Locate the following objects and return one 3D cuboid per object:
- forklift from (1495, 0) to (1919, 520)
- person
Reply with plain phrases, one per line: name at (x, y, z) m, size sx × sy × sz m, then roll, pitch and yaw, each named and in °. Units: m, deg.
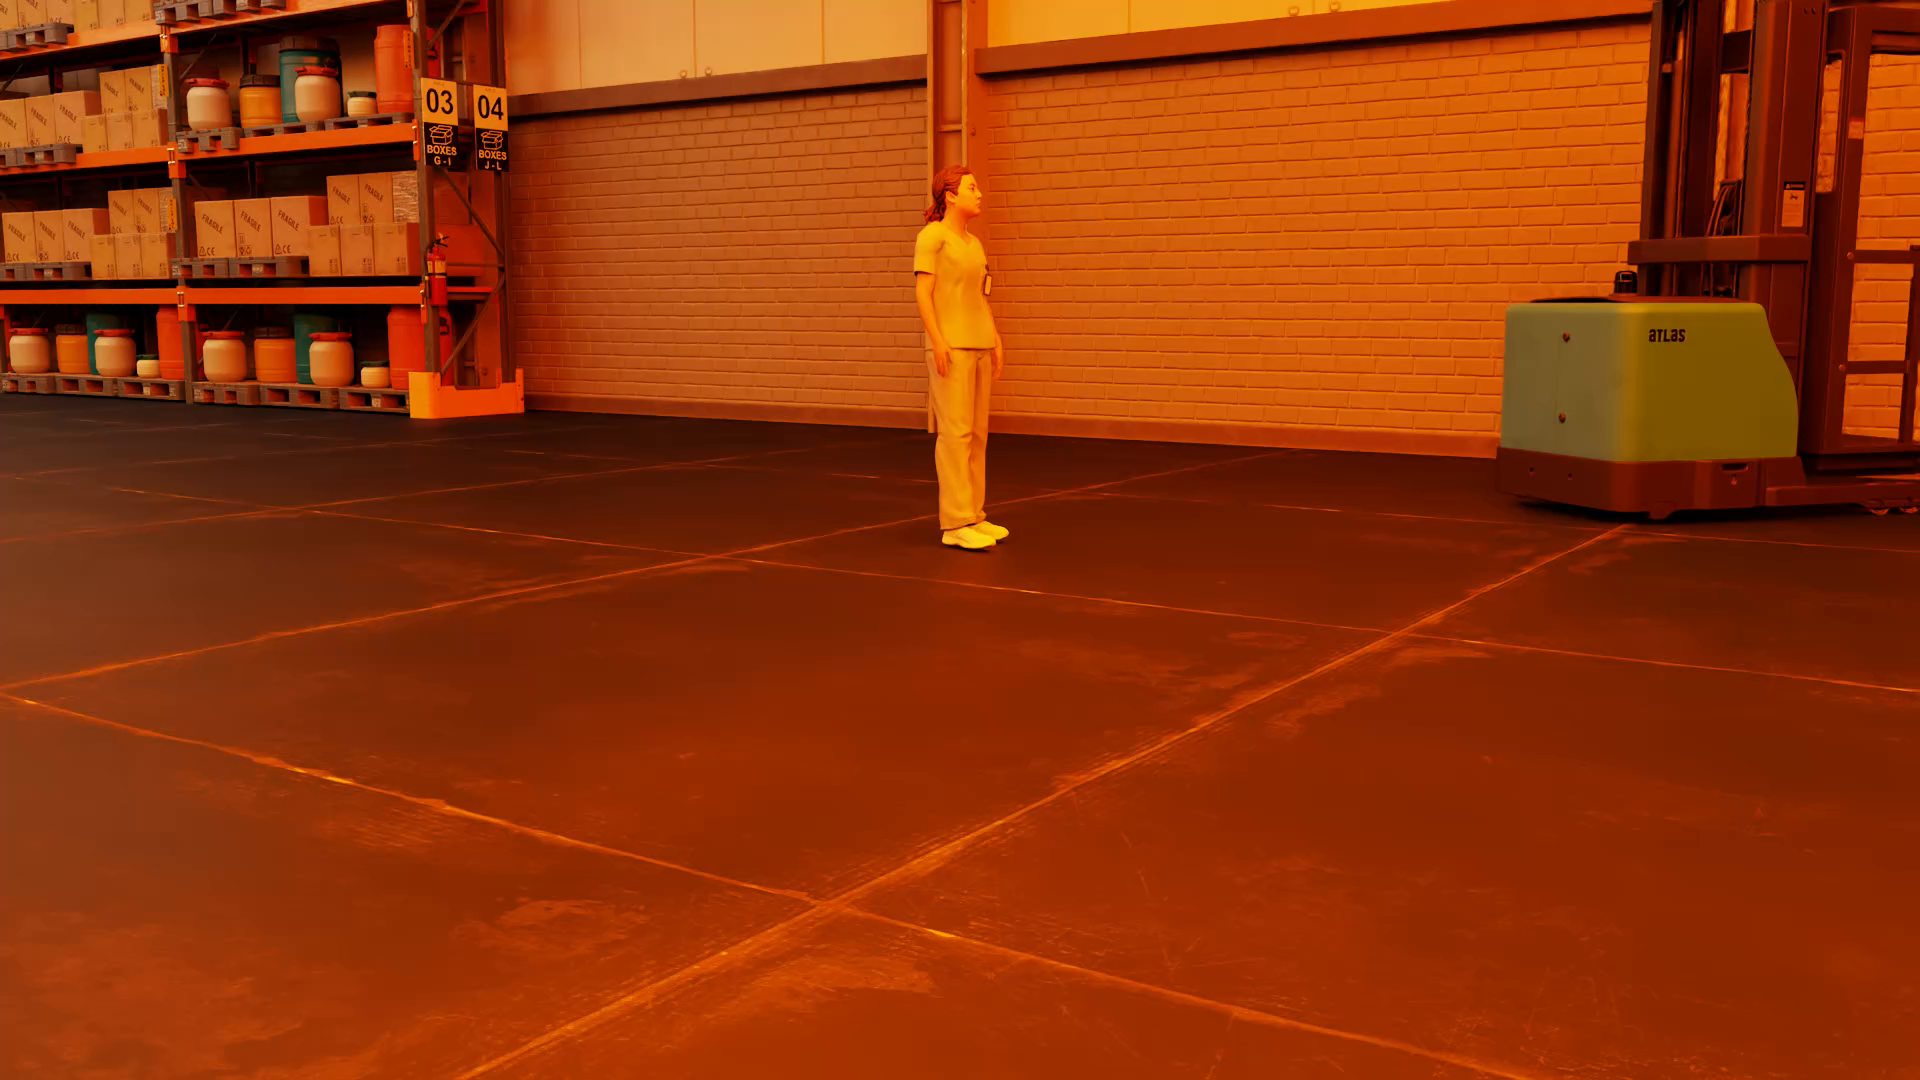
forklift at (4.449, -1.646, 8.769) m, size 3.031 × 2.935 × 1.130 m, roll -3°, pitch 9°, yaw -18°
person at (0.053, -0.829, 7.433) m, size 0.549 × 1.675 × 0.549 m, roll 5°, pitch 10°, yaw 34°
